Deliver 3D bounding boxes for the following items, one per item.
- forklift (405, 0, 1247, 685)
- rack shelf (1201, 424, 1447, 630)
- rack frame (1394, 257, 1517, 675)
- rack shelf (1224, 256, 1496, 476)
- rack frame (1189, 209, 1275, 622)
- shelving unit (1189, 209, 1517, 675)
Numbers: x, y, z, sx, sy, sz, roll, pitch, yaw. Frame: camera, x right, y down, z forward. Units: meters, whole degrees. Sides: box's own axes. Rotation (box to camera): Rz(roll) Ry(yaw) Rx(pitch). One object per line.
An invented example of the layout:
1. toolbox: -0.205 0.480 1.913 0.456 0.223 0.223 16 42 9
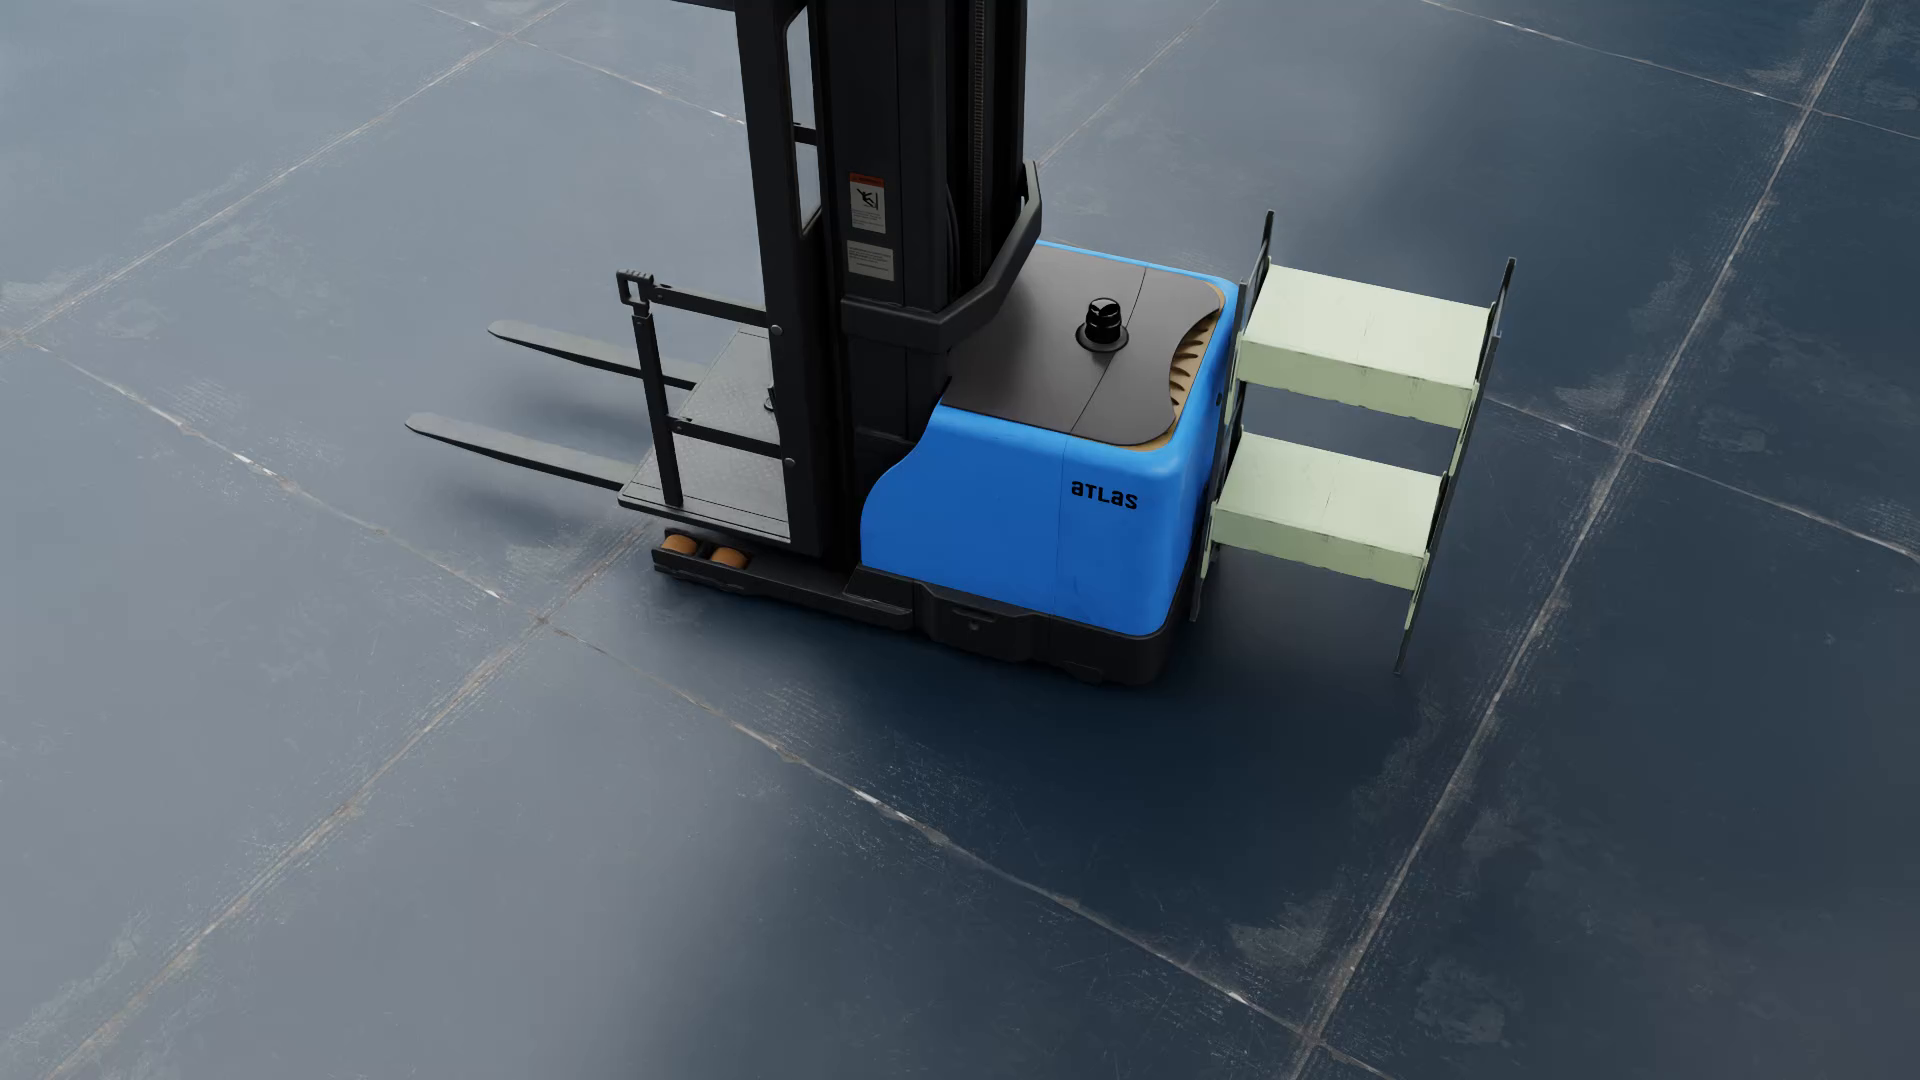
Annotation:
1. forklift: -0.594 -1.173 5.346 3.031 2.935 1.130 14 48 14
2. rack shelf: 1.244 -0.050 5.707 0.720 0.370 0.431 14 48 14
3. rack frame: 1.589 -0.189 5.388 0.023 1.500 0.400 14 48 14
4. rack shelf: 1.244 -0.549 5.193 0.720 0.370 0.431 14 48 14
5. rack frame: 0.900 -0.365 5.559 0.023 1.500 0.400 14 48 14
6. shelving unit: 1.244 -0.277 5.473 0.755 1.500 0.431 14 48 14
